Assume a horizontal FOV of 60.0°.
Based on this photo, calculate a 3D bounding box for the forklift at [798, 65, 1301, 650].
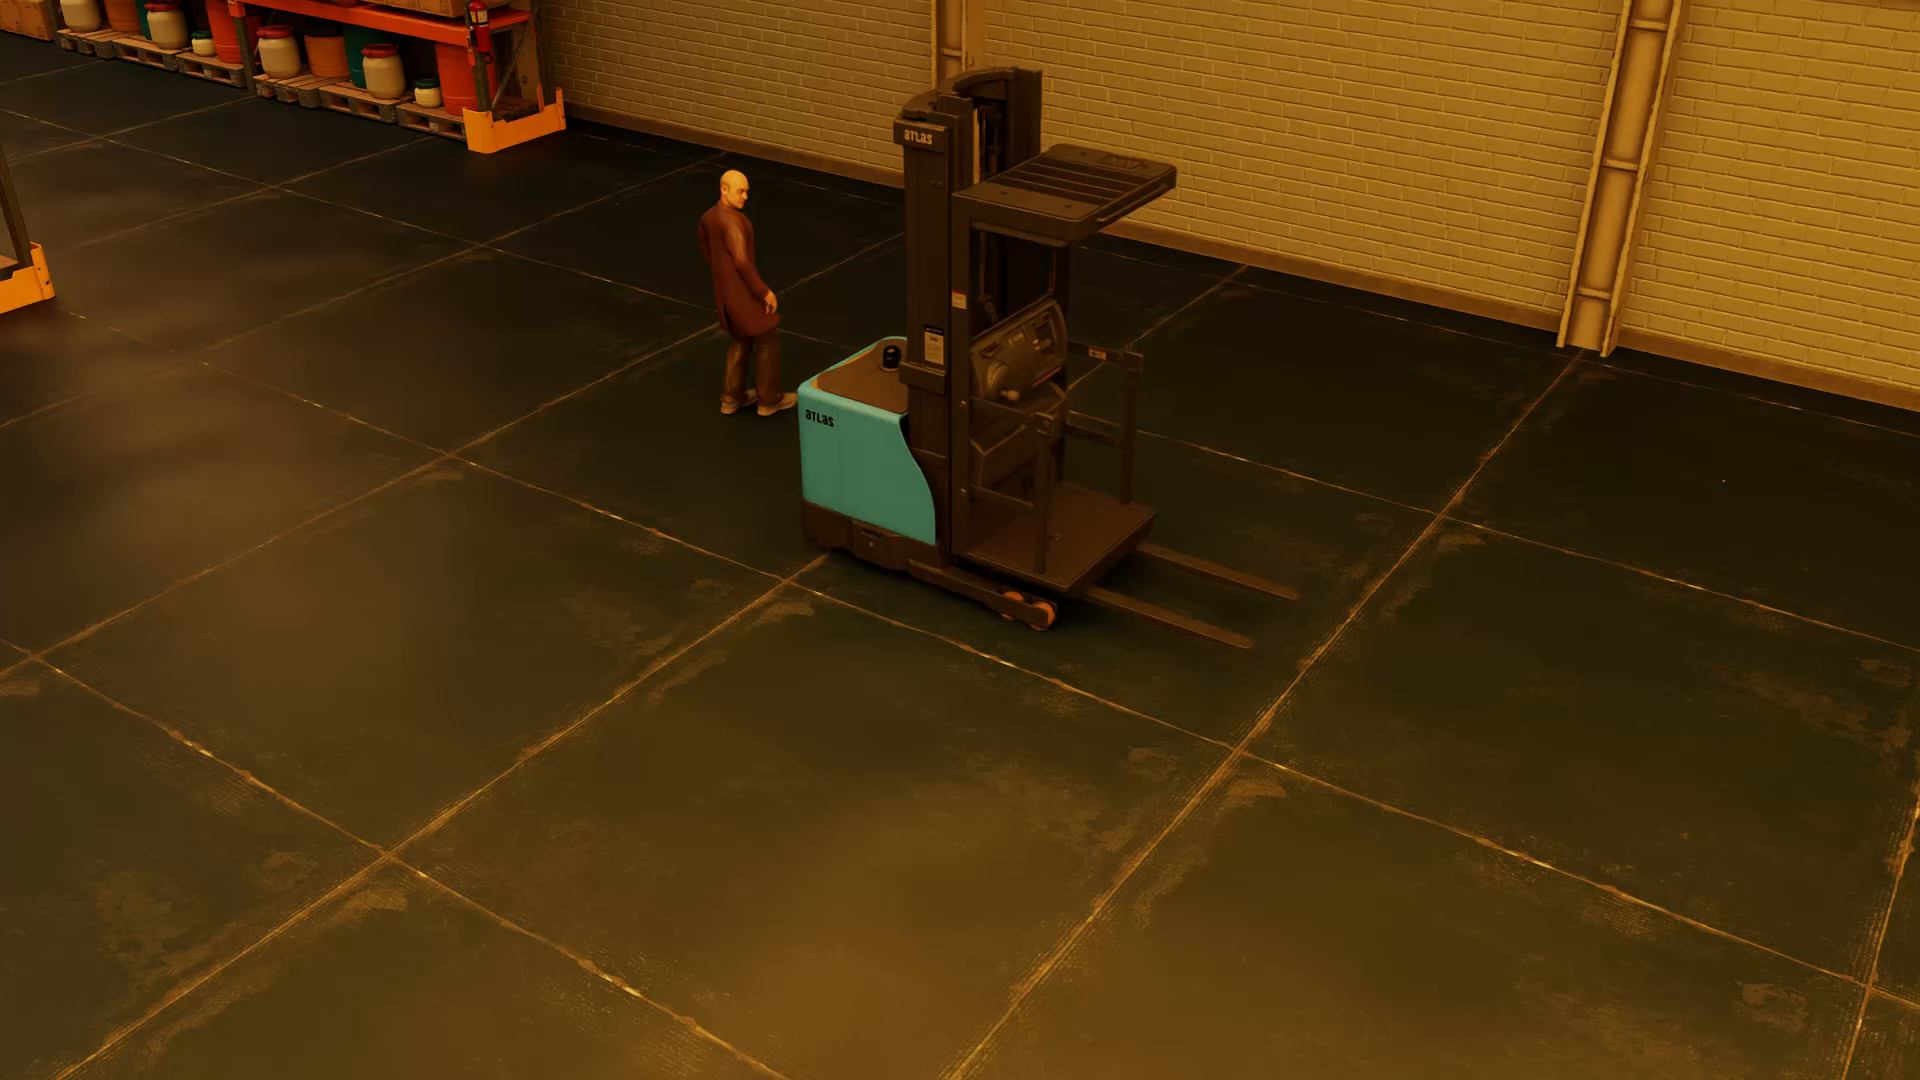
[{"bbox_3d":[0.513,-1.049,9.388,3.031,2.935,1.130,19,35,29],"label":"forklift"}]

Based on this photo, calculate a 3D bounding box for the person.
[{"bbox_3d":[-1.505,-1.753,11.773,0.558,1.759,0.799,-22,37,-33],"label":"person"}]
